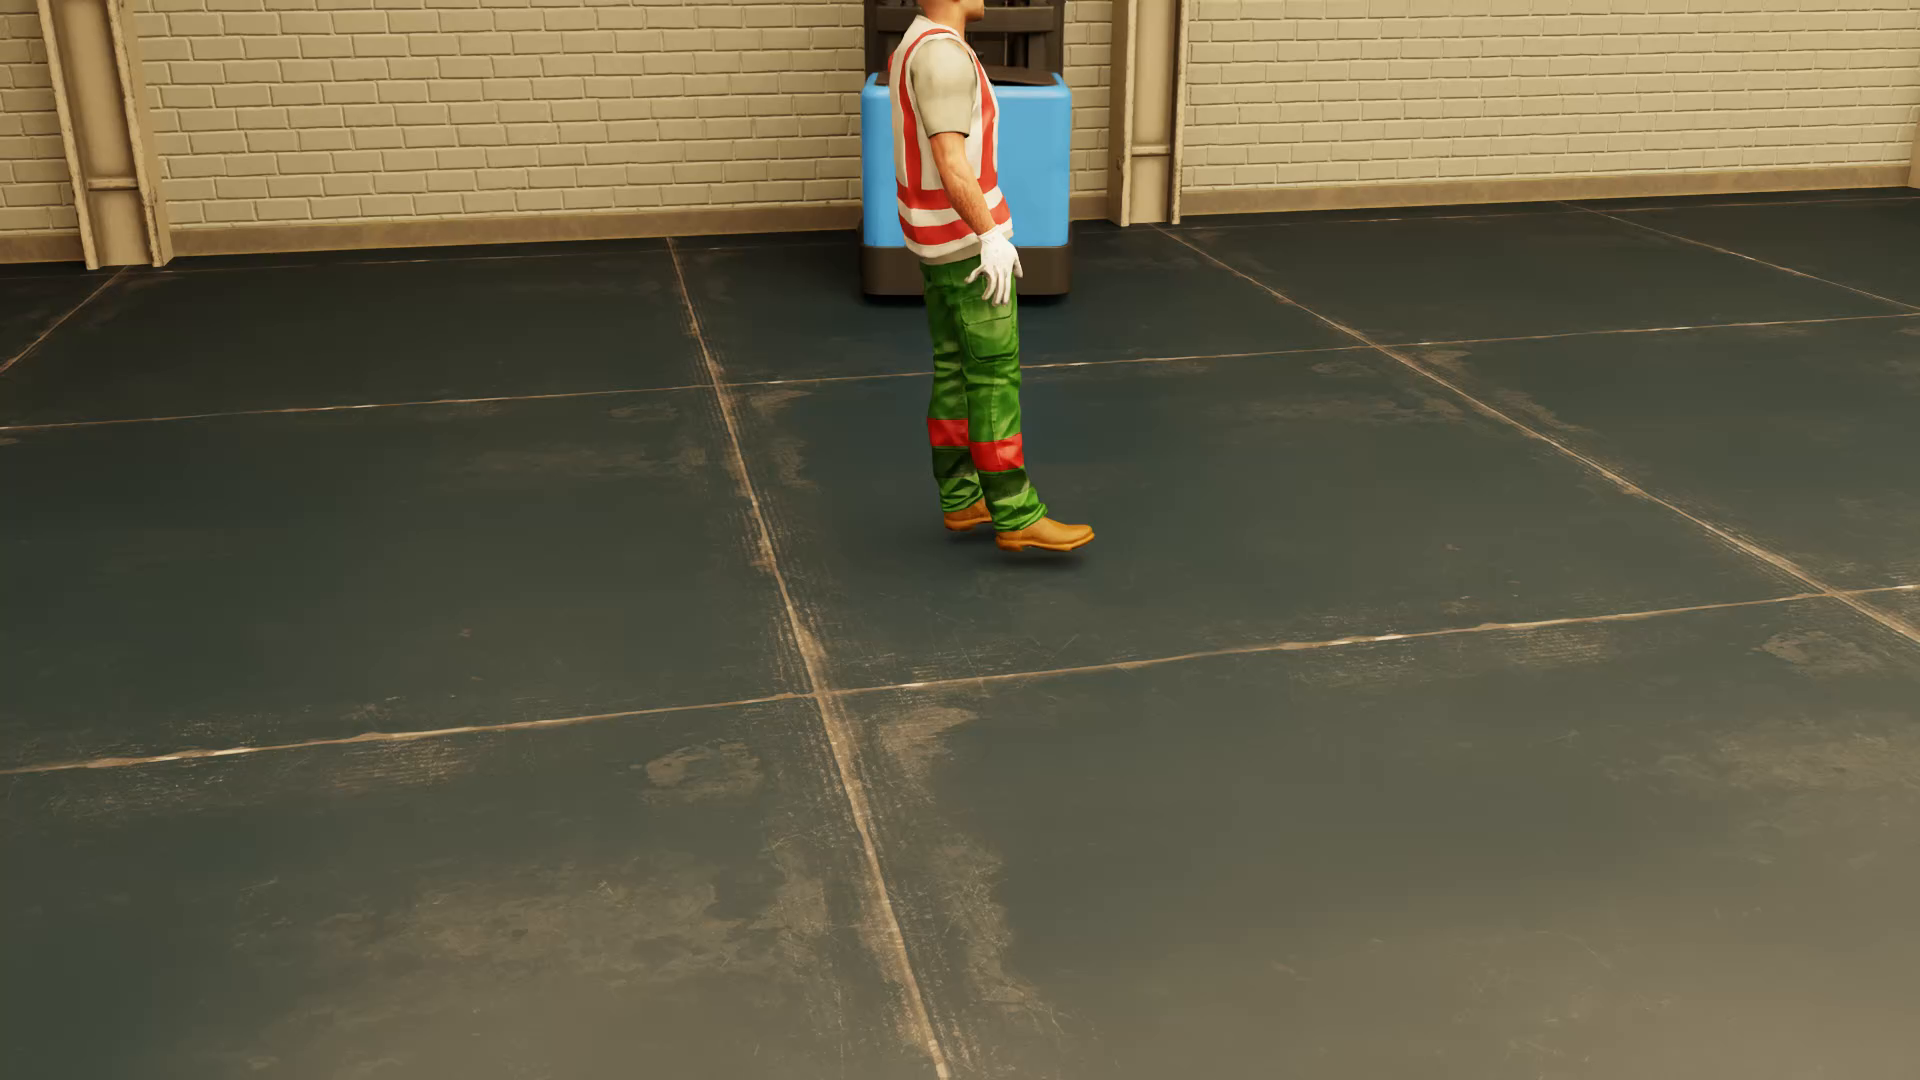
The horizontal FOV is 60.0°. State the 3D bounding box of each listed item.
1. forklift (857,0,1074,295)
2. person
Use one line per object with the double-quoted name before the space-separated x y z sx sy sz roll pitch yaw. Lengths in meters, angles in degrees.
"forklift" 0.021 -3.062 9.201 1.130 2.935 3.031 0 21 0
"person" 0.081 -0.882 4.967 0.561 1.789 0.637 -5 21 -12
